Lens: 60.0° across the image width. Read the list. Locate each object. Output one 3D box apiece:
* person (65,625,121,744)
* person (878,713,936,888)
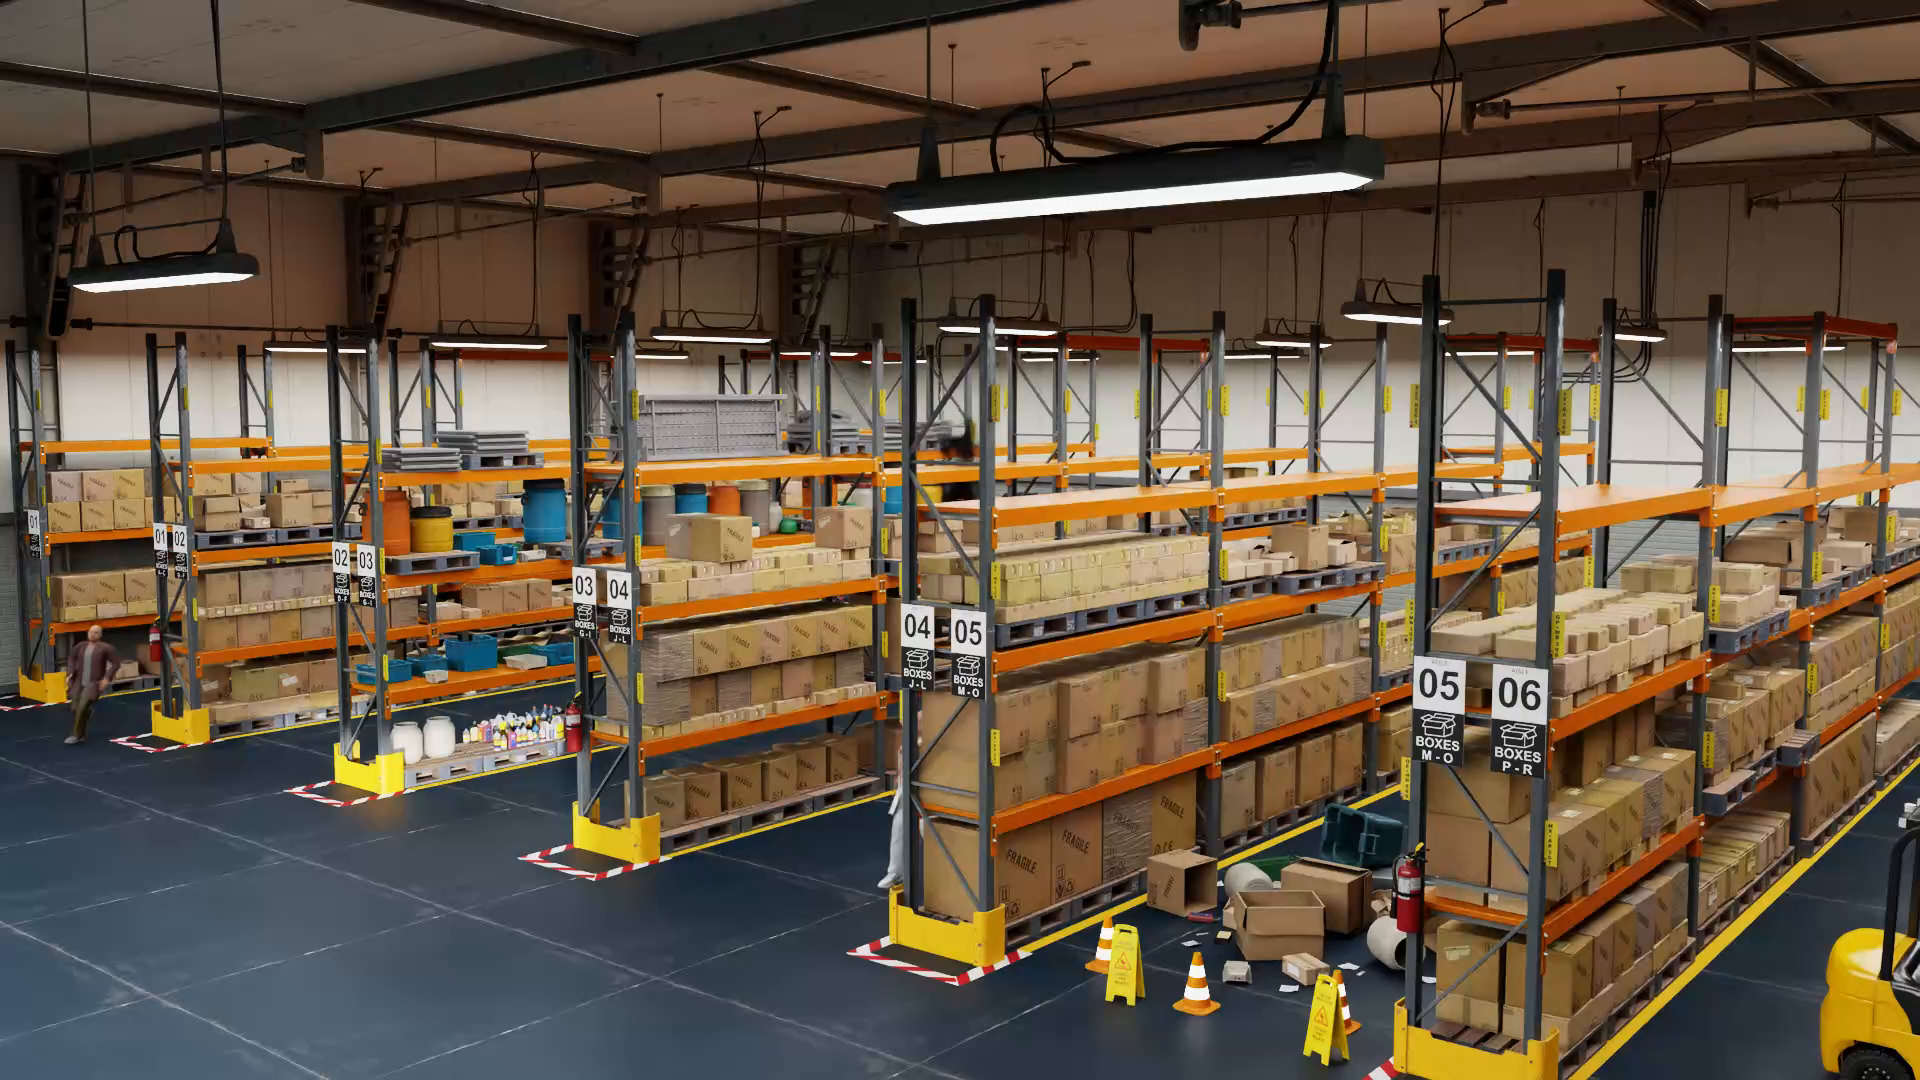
[{"bbox_3d":[-12.794,2.109,24.513,0.755,1.703,0.733,0,5,-3],"label":"person"},{"bbox_3d":[-0.470,2.682,17.393,0.709,1.759,1.038,4,7,39],"label":"person"}]
